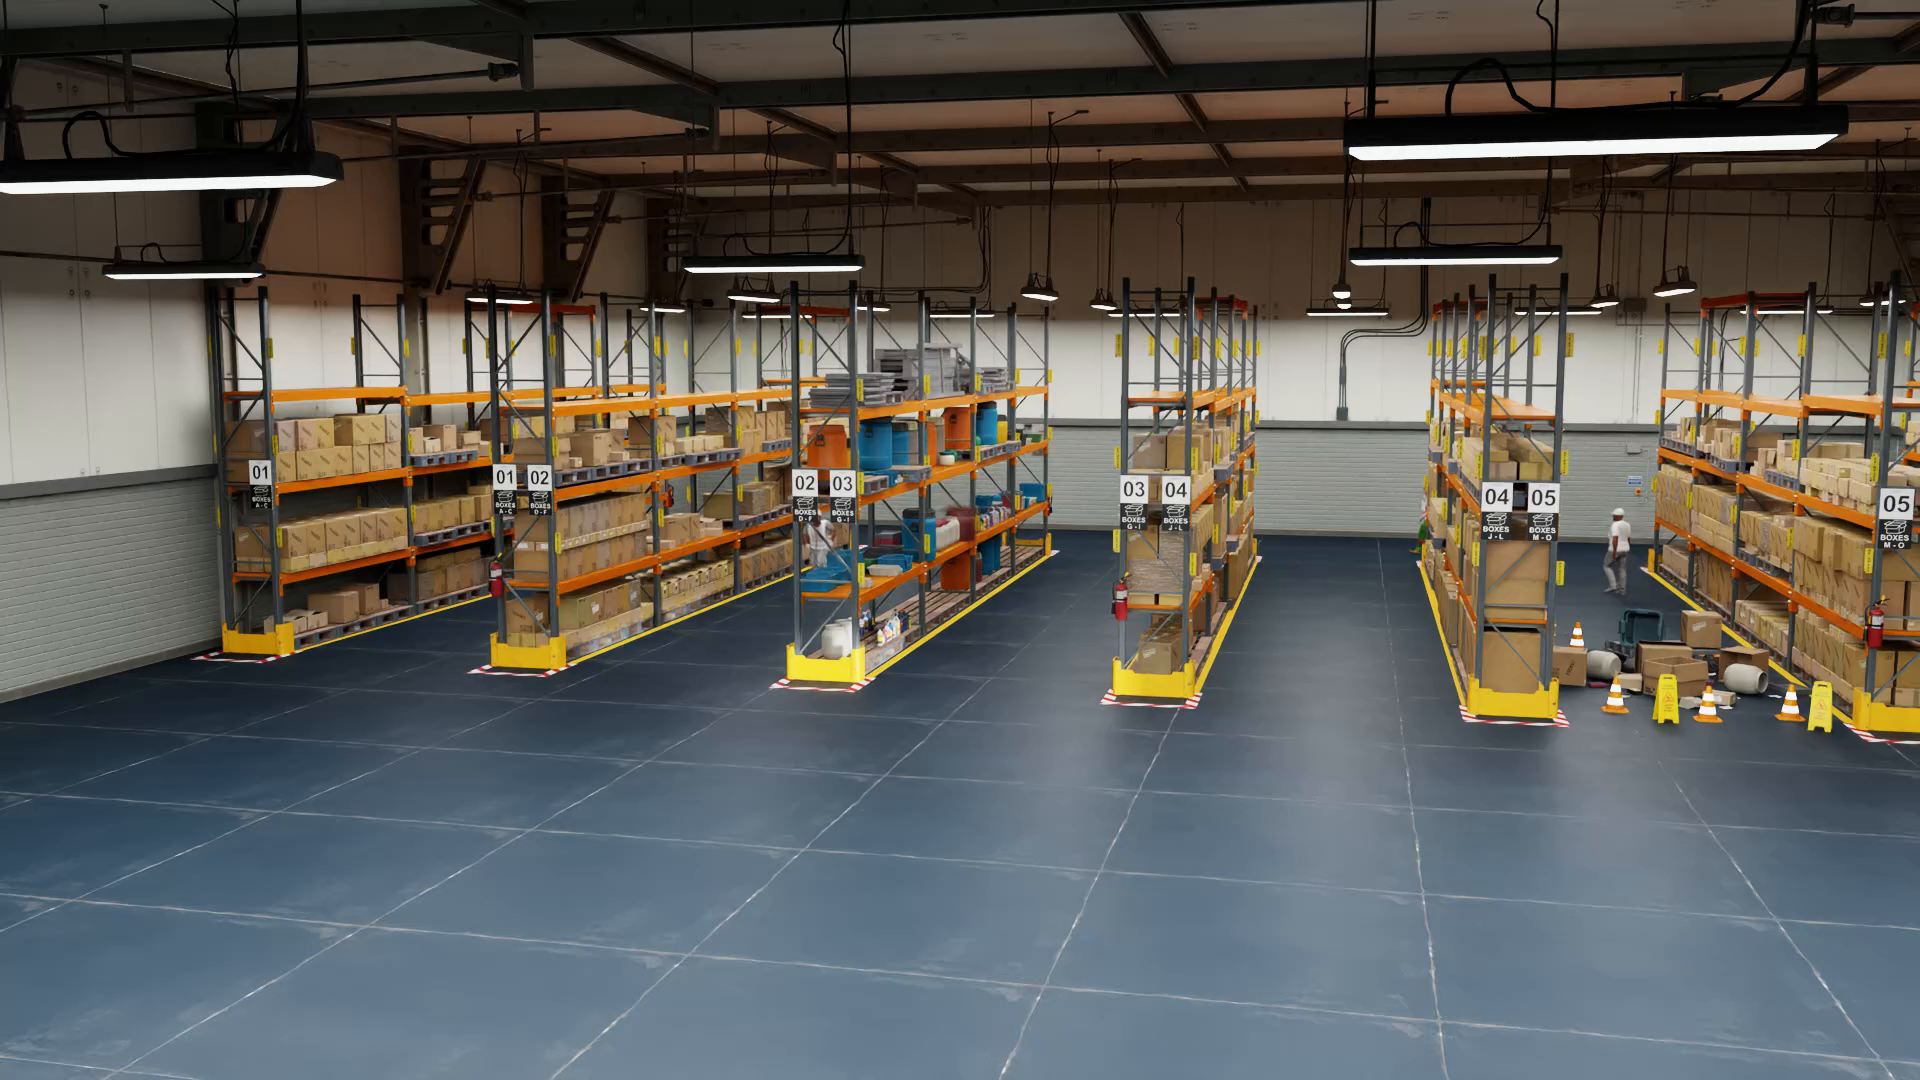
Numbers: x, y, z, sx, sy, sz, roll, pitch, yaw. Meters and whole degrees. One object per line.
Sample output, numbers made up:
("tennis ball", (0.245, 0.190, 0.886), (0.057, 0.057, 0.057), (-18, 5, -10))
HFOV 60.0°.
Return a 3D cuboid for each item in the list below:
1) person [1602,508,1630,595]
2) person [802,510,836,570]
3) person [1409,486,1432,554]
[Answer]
("person", (13.437, 0.228, 33.856), (0.566, 1.744, 0.530), (-2, 7, -16))
("person", (-2.957, 0.170, 34.878), (0.665, 1.676, 0.669), (3, 7, 23))
("person", (11.482, -0.527, 40.567), (1.034, 1.753, 0.528), (1, 7, 7))
